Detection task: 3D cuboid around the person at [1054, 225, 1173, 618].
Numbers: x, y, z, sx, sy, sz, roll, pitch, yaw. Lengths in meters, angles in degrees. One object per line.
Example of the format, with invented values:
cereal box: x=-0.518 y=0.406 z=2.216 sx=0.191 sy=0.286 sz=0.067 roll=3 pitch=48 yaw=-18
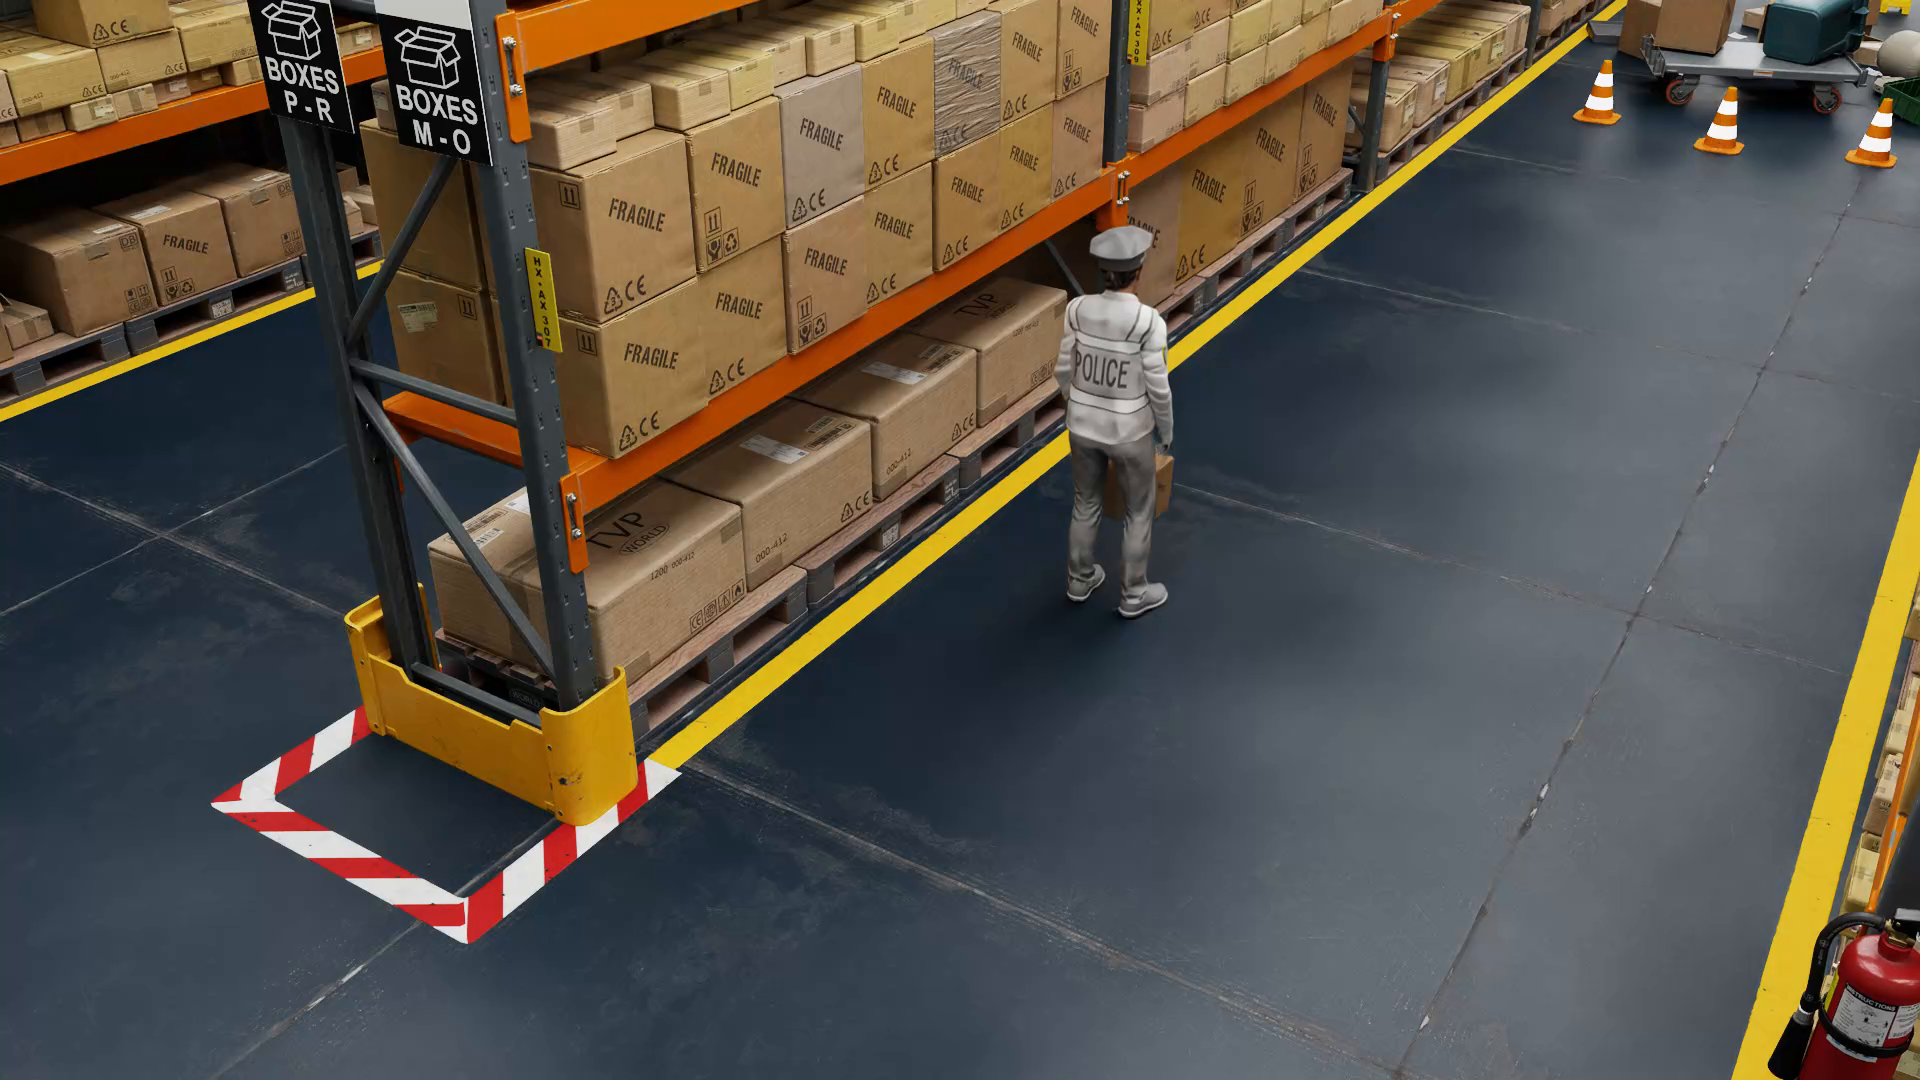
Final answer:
person: x=0.634 y=-0.460 z=6.897 sx=0.508 sy=1.671 sz=0.359 roll=17 pitch=35 yaw=26
